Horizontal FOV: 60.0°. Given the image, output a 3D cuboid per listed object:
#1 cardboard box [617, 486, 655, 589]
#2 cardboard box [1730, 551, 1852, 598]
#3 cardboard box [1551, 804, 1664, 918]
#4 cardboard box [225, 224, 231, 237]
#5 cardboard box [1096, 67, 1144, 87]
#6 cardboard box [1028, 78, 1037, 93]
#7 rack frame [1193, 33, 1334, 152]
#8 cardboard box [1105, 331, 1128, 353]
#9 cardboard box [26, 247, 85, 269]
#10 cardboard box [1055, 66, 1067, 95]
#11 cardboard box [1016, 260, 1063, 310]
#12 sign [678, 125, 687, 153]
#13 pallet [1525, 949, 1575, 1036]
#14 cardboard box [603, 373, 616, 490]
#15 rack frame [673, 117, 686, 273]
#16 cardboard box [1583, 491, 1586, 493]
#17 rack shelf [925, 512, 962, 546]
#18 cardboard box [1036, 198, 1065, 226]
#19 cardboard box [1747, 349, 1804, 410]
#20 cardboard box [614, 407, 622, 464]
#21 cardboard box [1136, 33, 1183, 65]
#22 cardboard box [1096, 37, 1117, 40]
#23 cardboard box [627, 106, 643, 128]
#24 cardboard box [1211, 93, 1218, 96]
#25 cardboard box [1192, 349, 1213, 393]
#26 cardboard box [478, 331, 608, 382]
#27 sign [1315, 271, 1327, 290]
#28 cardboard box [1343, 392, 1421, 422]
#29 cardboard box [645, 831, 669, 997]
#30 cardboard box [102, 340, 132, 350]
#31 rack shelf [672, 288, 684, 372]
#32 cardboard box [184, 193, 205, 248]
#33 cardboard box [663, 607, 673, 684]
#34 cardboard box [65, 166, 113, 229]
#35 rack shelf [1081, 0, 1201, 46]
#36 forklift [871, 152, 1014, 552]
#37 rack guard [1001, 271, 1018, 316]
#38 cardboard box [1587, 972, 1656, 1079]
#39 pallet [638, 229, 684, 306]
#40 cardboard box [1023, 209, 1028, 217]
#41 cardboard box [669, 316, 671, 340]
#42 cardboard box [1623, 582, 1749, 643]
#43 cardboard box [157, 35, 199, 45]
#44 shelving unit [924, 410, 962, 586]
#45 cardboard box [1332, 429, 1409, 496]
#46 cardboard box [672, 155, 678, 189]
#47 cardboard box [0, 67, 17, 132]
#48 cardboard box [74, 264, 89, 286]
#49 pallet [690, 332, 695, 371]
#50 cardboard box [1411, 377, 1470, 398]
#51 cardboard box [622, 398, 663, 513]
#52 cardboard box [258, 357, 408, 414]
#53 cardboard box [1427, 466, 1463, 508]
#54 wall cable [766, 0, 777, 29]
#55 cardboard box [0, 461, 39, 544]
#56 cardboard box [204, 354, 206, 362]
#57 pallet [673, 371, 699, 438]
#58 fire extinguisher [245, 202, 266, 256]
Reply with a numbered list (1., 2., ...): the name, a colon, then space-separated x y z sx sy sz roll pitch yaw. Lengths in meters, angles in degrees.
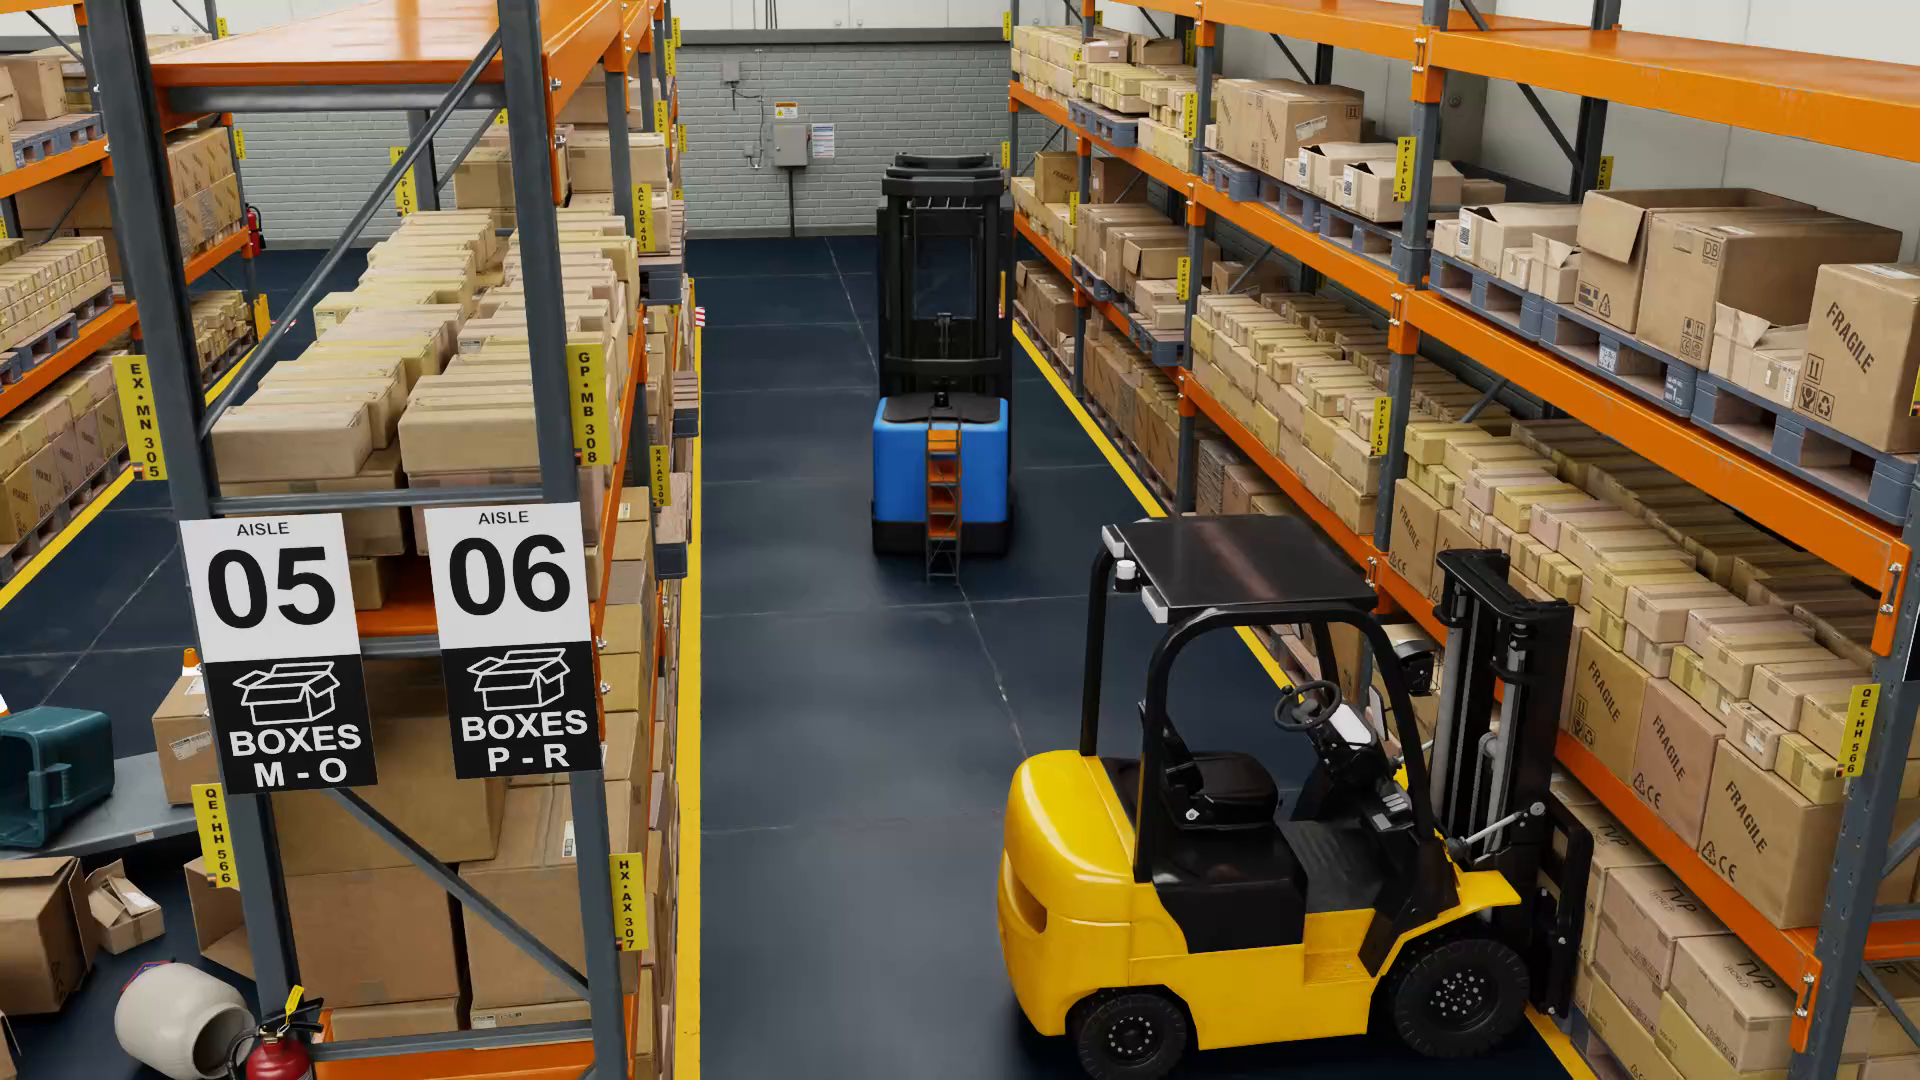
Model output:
1. cardboard box: -1.773 0.062 8.194 0.500 0.500 0.500 -3 21 -9
2. cardboard box: 3.487 0.168 6.984 0.380 0.149 0.250 -3 21 -9
3. cardboard box: 2.868 1.369 7.164 0.500 0.250 0.500 -3 21 -7
4. cardboard box: -8.371 -3.459 18.548 0.380 0.149 0.250 -3 21 -8
5. cardboard box: 1.451 -4.193 15.058 0.380 0.149 0.250 -3 21 -9
6. cardboard box: 0.977 -5.104 18.666 0.380 0.149 0.250 -3 21 -8
7. rack frame: 2.251 -4.340 11.974 1.000 3.000 0.127 -3 21 -8
8. cardboard box: 1.628 -1.926 16.131 0.380 0.149 0.250 -4 21 -11
9. cardboard box: -7.794 -2.424 14.328 0.380 0.149 0.250 -4 21 -9
10. cardboard box: 1.272 -4.723 17.075 0.500 0.250 0.500 -4 21 -10
11. cardboard box: 1.093 -3.110 20.224 0.797 0.503 0.637 -4 21 -10
12. sign: -3.274 -4.724 19.583 0.100 0.325 0.005 -3 21 -8
13. pallet: 3.080 1.862 7.928 1.003 0.211 1.213 -3 21 -8
14. cardboard box: -1.378 -0.345 5.354 0.500 0.250 0.500 -3 21 -9
15. rack frame: -3.813 -4.048 19.766 1.000 3.000 0.127 -3 21 -8
16. cardboard box: 3.229 -0.220 8.448 0.380 0.149 0.250 -2 21 -6
17. rack shelf: -0.120 -0.063 12.429 0.258 0.148 0.480 1 20 2
18. cardboard box: 1.141 -3.672 18.549 0.500 0.250 0.500 -3 21 -9
19. cardboard box: 2.985 -0.562 5.763 0.380 0.149 0.250 -4 21 -9
20. cardboard box: -1.423 -0.374 6.002 0.380 0.149 0.250 -3 21 -7
21. cardboard box: 1.858 -4.587 15.521 0.396 0.266 0.258 -3 21 -8
22. cardboard box: 1.722 -5.163 17.540 0.500 0.250 0.500 -3 21 -8
23. cardboard box: -2.815 -3.508 13.768 0.380 0.166 0.250 -1 21 -3
24. cardboard box: 1.976 -3.391 12.940 0.380 0.149 0.250 -4 21 -10
25. cardboard box: 2.074 -1.293 12.606 0.500 0.250 0.500 -3 21 -8
26. cardboard box: -1.346 -0.569 5.385 0.380 0.149 0.250 -3 21 -8
27. sign: 2.800 -2.101 12.899 0.100 0.325 0.005 -3 21 -8
28. cardboard box: 2.521 -0.778 9.942 0.380 0.149 0.250 -3 21 -8
29. cardboard box: -1.497 1.576 6.968 0.500 0.500 0.500 -3 21 -7
30. cardboard box: -8.508 -1.894 16.624 0.380 0.149 0.250 -2 21 -6
31. rack shelf: -2.948 -1.633 14.330 1.077 0.370 4.000 -3 21 -8
32. cardboard box: -8.164 -3.280 17.142 0.500 0.500 0.500 -2 21 -5
33. cardboard box: -2.268 0.711 10.180 0.950 0.372 0.625 -2 21 -4
34. cardboard box: -7.944 -3.201 15.503 0.500 0.500 0.500 -2 21 -6
35. rack shelf: 1.963 -4.508 14.024 1.077 0.370 4.000 -3 21 -8
36. forklift: -0.109 -1.746 13.701 1.130 2.935 3.031 1 20 2
37. rack guard: 1.109 -3.102 20.807 1.175 0.500 0.348 -3 21 -8
38. cardboard box: 2.962 2.012 6.871 0.500 0.250 0.500 -3 21 -8
39. pallet: -2.067 -1.429 8.737 1.213 0.211 1.003 -3 21 -8
40. cardboard box: 0.957 -3.968 19.913 0.380 0.149 0.250 -2 21 -6
41. cardboard box: -2.488 -1.630 12.792 0.500 0.250 0.500 -3 21 -8
42. cardboard box: 2.904 0.289 6.659 0.380 0.149 0.250 -2 21 -6
43. cardboard box: -8.398 -5.329 17.841 0.380 0.149 0.250 -3 21 -7
44. shelving unit: -0.120 -0.312 12.336 0.258 1.200 0.503 1 20 2
45. cardboard box: 2.504 -0.466 9.675 0.500 0.250 0.500 -3 21 -9
46. cardboard box: -3.195 -3.708 17.286 0.500 0.500 0.500 -3 21 -7
47. cardboard box: -8.027 -3.487 13.230 0.797 0.503 0.637 -3 21 -8
48. cardboard box: -7.795 -2.291 14.398 0.380 0.149 0.250 -2 21 -5
49. pallet: -3.448 -2.047 18.395 1.003 0.211 1.213 -3 21 -8
50. cardboard box: 2.910 -0.897 10.261 0.380 0.149 0.250 -3 21 -8
51. cardboard box: -1.867 -0.453 8.973 0.500 0.500 0.500 -2 21 -6
52. cardboard box: -1.902 -0.450 5.066 0.380 0.149 0.250 -3 21 -8
53. cardboard box: 2.653 -0.282 8.614 0.380 0.149 0.250 -2 21 -6
54. wall cable: -1.405 -8.995 24.385 2.988 3.039 0.133 -3 21 -8
55. cardboard box: -7.393 -0.277 12.642 0.500 0.500 0.500 -4 21 -10
56. cardboard box: -8.195 -1.916 17.533 0.380 0.149 0.250 -2 21 -6
57. pallet: -2.452 -0.947 11.738 1.213 0.211 1.003 -3 21 -8
58. fire extinguisher: -8.276 -3.663 19.379 0.296 0.674 0.183 -3 21 -8
